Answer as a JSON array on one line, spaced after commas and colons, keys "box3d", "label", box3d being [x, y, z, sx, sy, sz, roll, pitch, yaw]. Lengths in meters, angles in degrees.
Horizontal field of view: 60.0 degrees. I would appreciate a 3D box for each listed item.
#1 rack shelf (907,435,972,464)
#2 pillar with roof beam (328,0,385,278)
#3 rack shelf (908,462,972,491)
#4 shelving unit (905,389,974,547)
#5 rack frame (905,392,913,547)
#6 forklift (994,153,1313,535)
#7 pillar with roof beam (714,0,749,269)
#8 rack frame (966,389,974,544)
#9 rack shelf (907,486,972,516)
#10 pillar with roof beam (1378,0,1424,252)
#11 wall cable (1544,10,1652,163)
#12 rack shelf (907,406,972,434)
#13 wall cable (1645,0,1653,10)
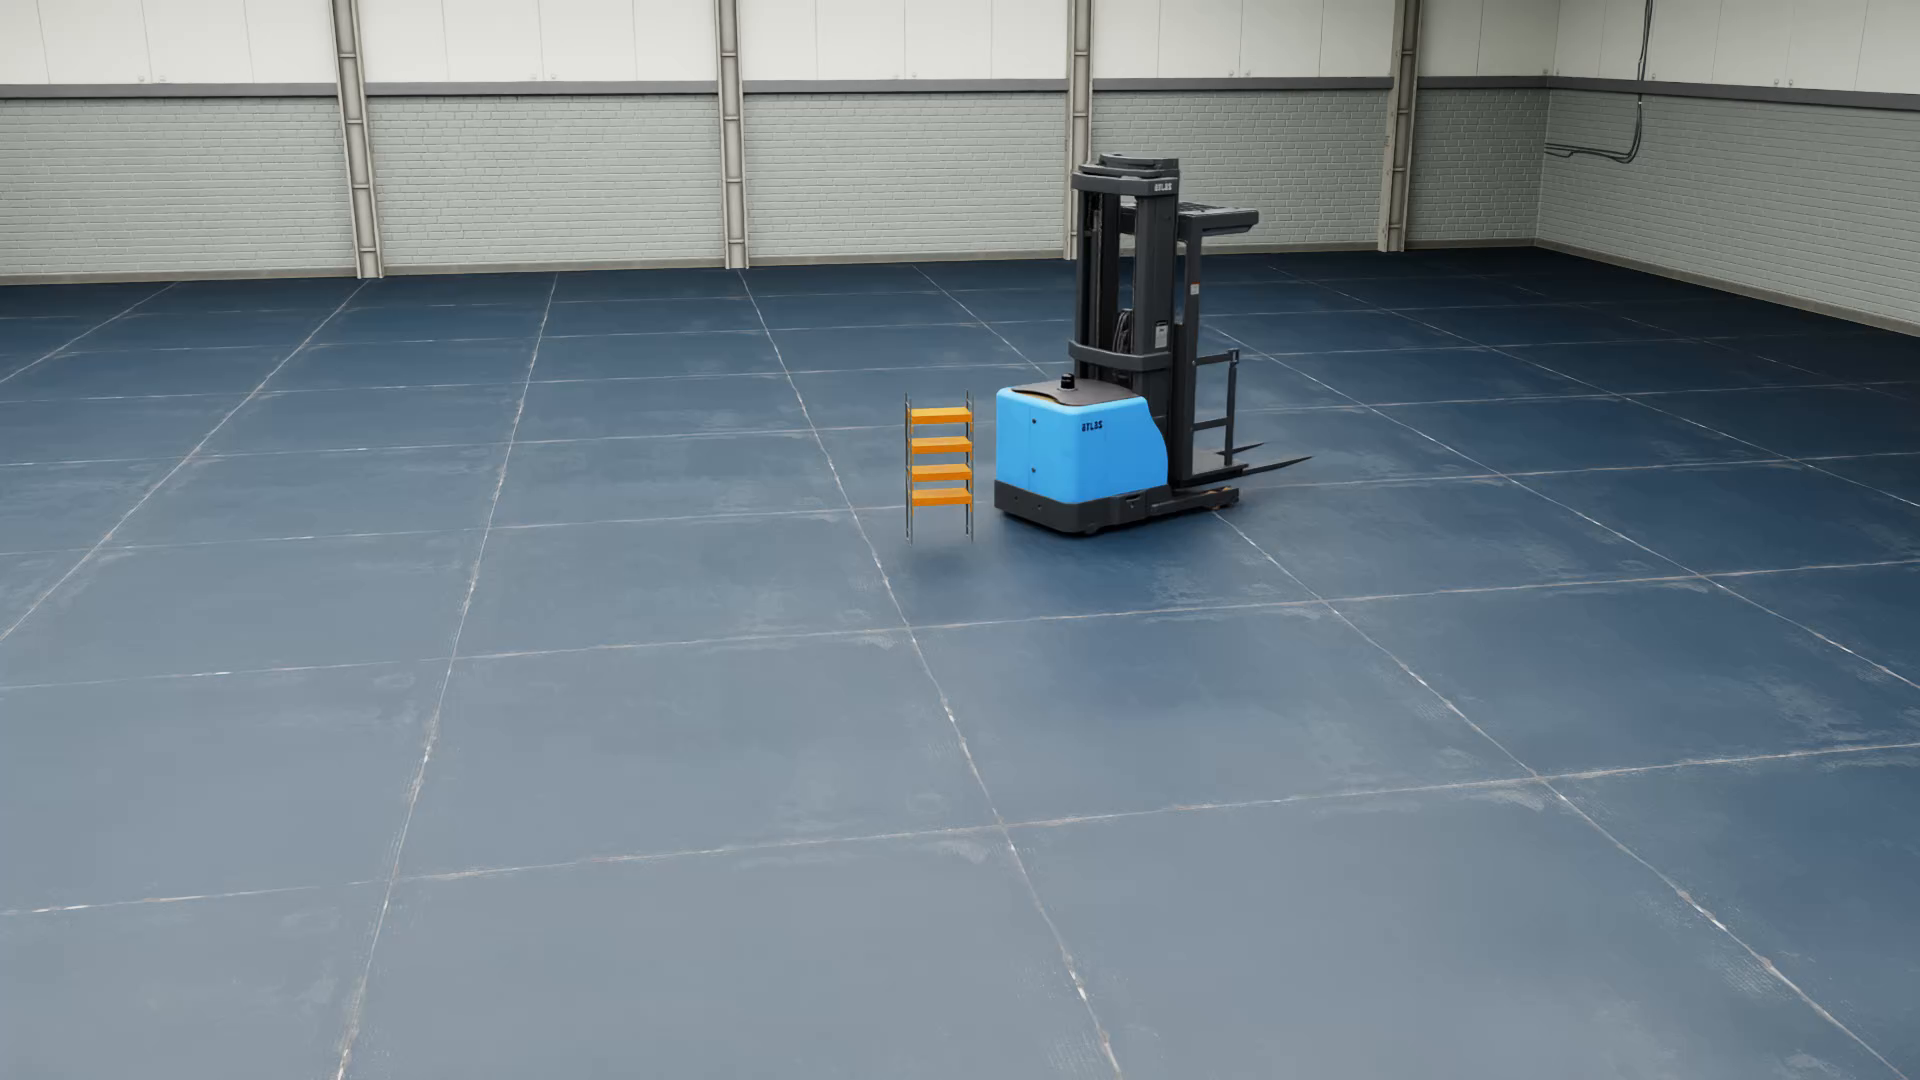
[{"box3d": [-0.163, -0.714, 13.060, 0.480, 0.148, 0.258, -3, 17, -10], "label": "rack shelf"}, {"box3d": [-8.903, -7.406, 22.097, 0.400, 9.000, 9.100, -3, 17, -10], "label": "pillar with roof beam"}, {"box3d": [-0.163, -0.500, 13.125, 0.480, 0.148, 0.258, -3, 17, -10], "label": "rack shelf"}, {"box3d": [-0.163, -0.564, 13.106, 0.503, 1.200, 0.258, -3, 17, -10], "label": "shelving unit"}, {"box3d": [-0.402, -0.551, 13.061, 0.015, 1.200, 0.240, -3, 17, -10], "label": "rack frame"}, {"box3d": [1.776, -1.764, 14.063, 3.031, 2.935, 1.130, -12, 21, -34], "label": "forklift"}, {"box3d": [-3.011, -7.740, 23.185, 0.400, 9.000, 9.100, -3, 17, -10], "label": "pillar with roof beam"}, {"box3d": [0.077, -0.578, 13.150, 0.015, 1.200, 0.240, -3, 17, -10], "label": "rack frame"}, {"box3d": [-0.163, -0.310, 13.184, 0.480, 0.148, 0.258, -3, 17, -10], "label": "rack shelf"}, {"box3d": [8.771, -8.408, 25.361, 0.400, 9.000, 9.100, -3, 17, -10], "label": "pillar with roof beam"}, {"box3d": [11.097, -7.948, 29.151, 0.112, 2.526, 3.097, -3, 17, -10], "label": "wall cable"}, {"box3d": [-0.163, -0.940, 12.990, 0.480, 0.148, 0.258, -3, 17, -10], "label": "rack shelf"}, {"box3d": [11.610, -9.582, 25.870, 0.112, 2.526, 3.097, -3, 17, -10], "label": "wall cable"}]
